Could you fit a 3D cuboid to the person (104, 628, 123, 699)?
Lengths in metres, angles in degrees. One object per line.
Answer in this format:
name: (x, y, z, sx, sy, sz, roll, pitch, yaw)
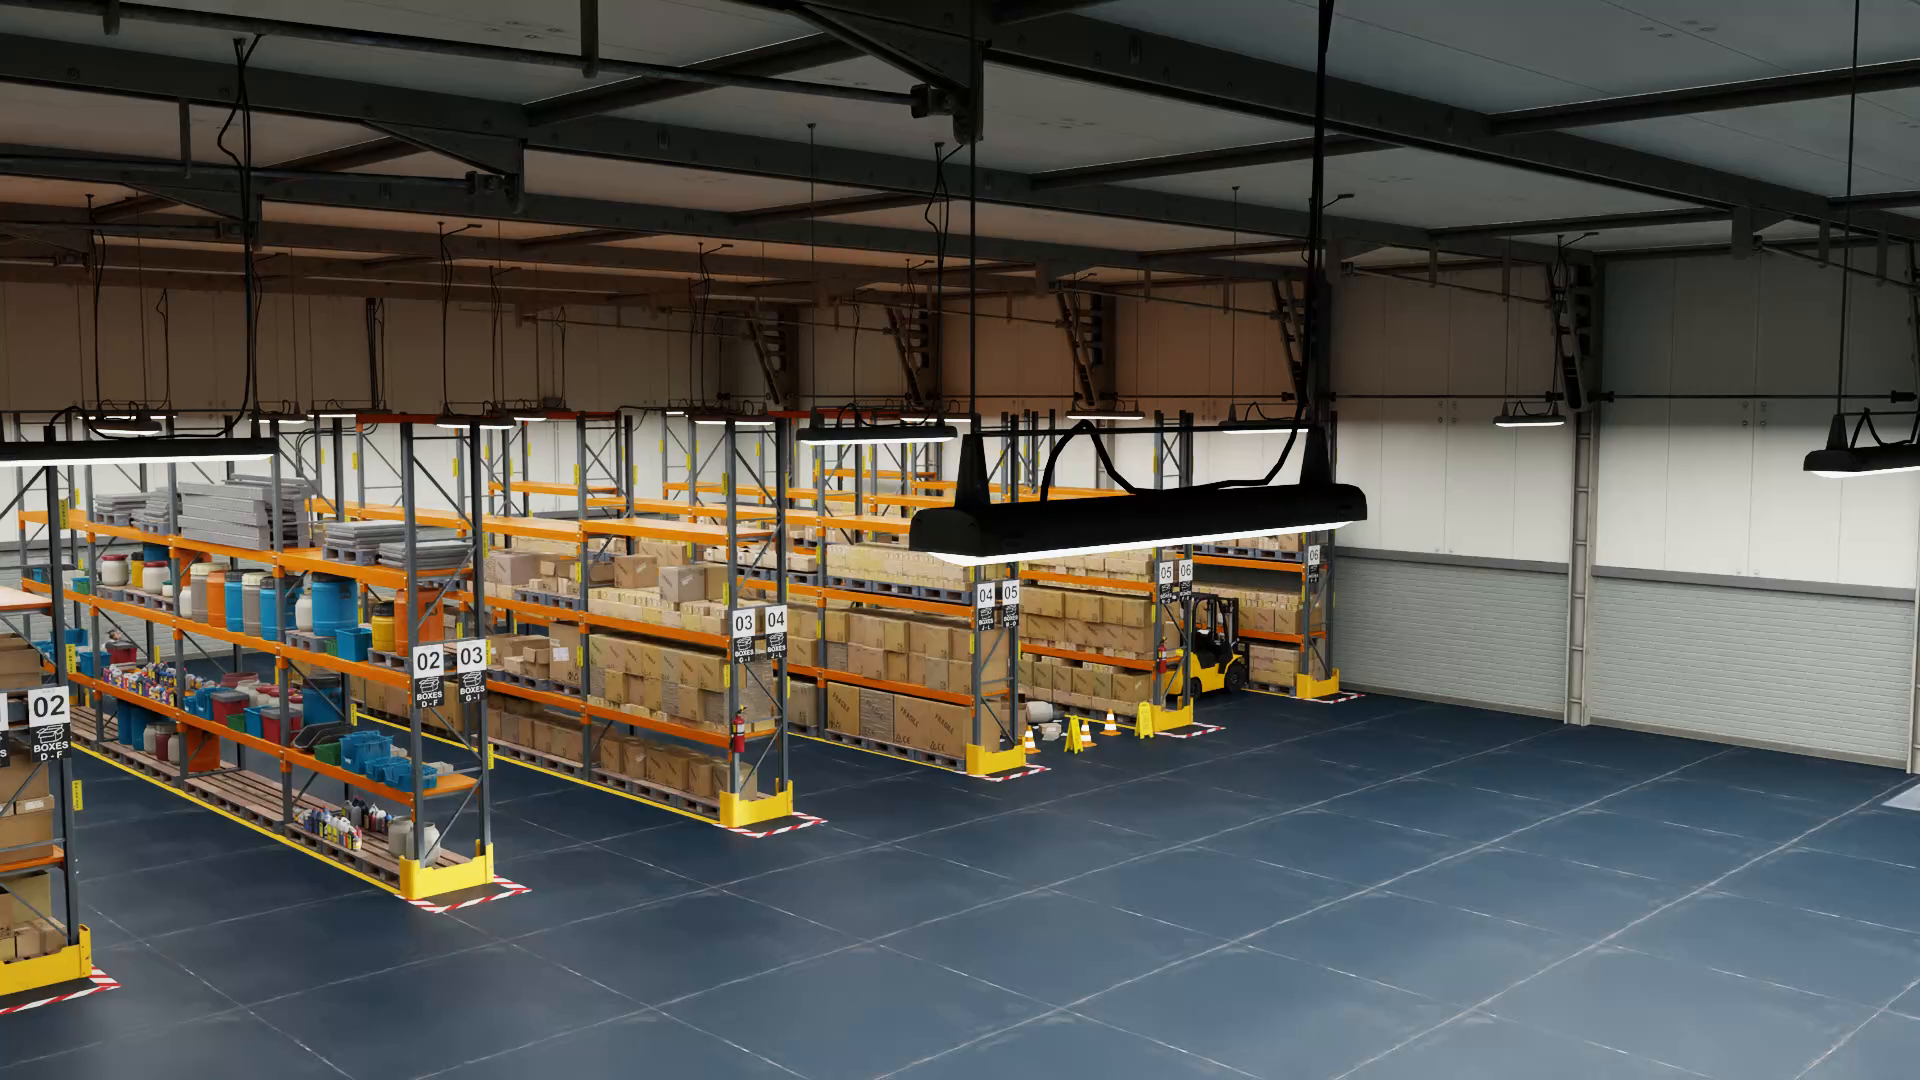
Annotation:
person: (-17.075, 2.581, 33.856, 0.480, 1.649, 0.617, 1, 5, 10)
